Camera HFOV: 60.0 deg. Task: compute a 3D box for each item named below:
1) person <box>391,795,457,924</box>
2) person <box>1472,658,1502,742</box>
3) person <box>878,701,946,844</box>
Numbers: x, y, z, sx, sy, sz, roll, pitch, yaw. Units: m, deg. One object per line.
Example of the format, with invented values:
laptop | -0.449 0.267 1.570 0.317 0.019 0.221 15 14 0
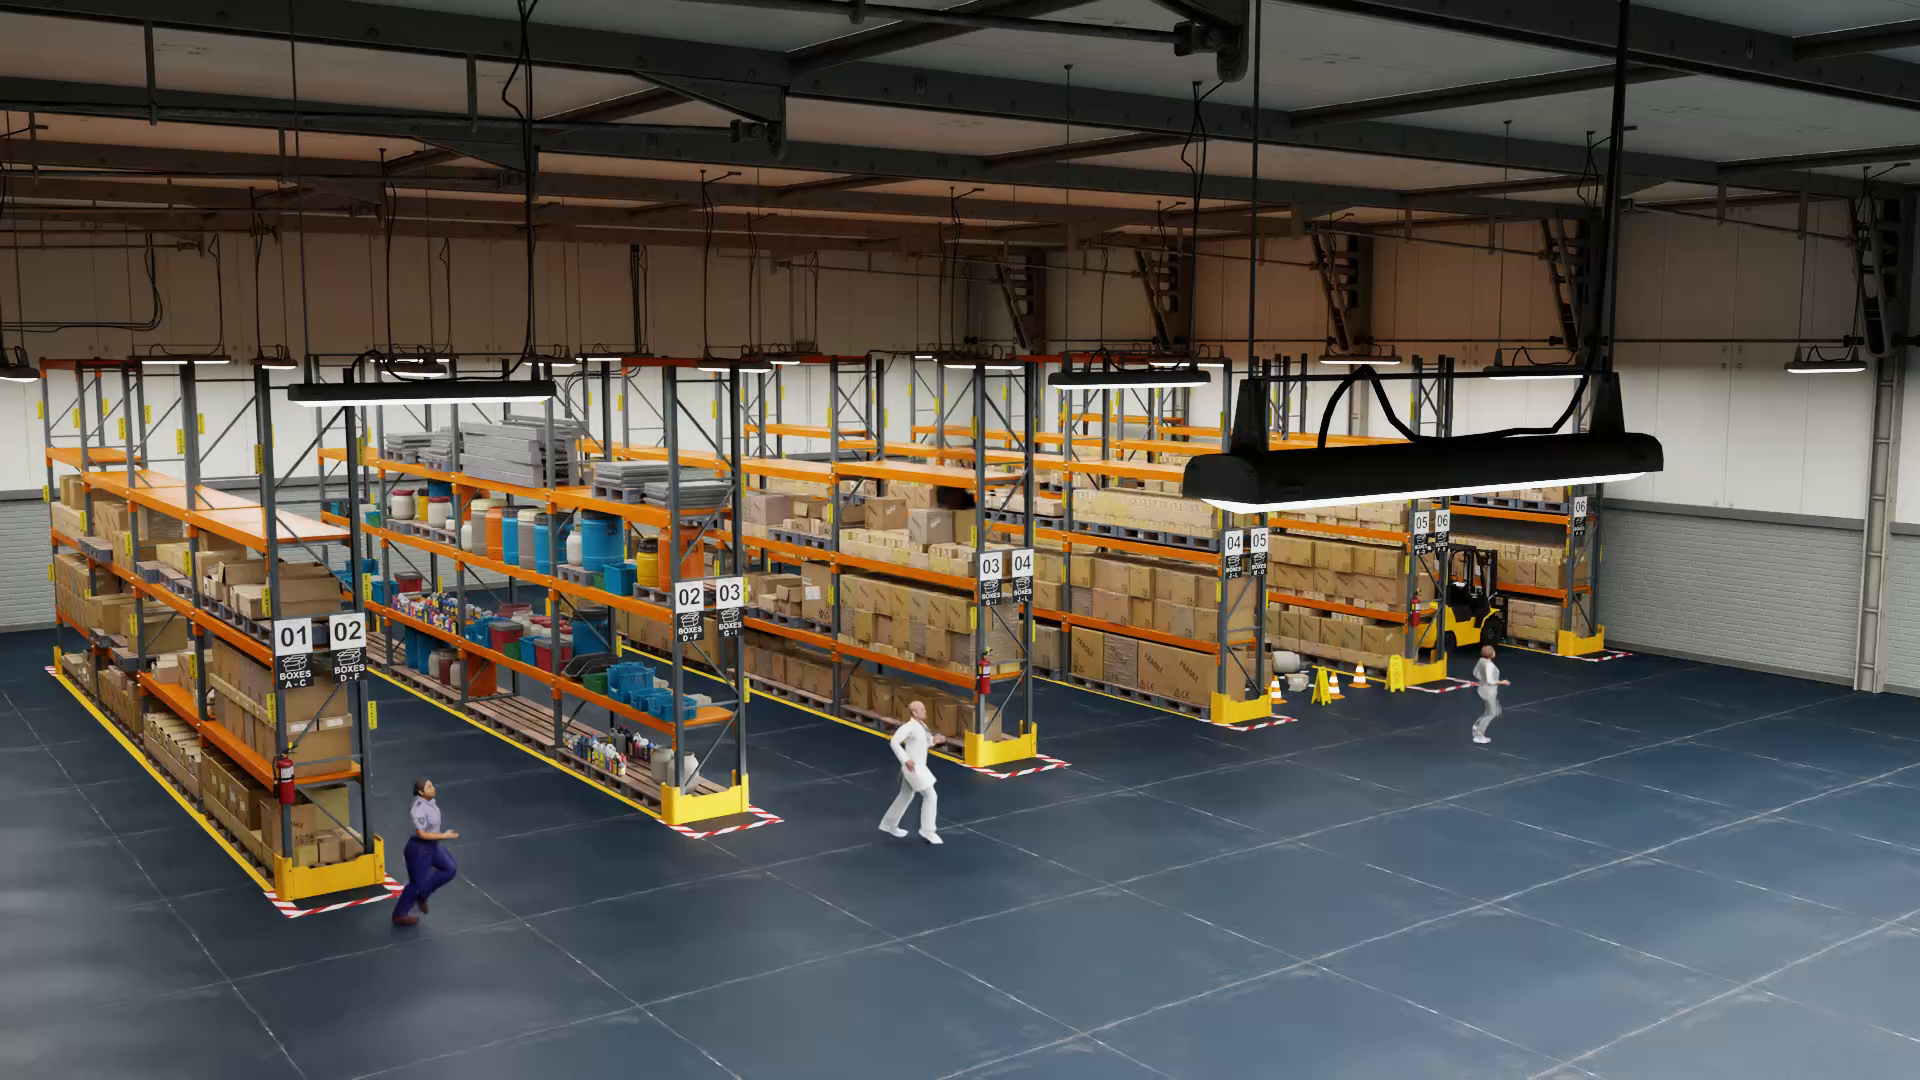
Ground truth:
person | -5.857 3.450 18.115 0.664 1.413 0.585 0 7 0
person | 8.317 2.523 26.167 0.458 1.336 0.524 1 7 5
person | -0.608 2.940 21.051 0.864 1.854 0.668 0 7 -1
